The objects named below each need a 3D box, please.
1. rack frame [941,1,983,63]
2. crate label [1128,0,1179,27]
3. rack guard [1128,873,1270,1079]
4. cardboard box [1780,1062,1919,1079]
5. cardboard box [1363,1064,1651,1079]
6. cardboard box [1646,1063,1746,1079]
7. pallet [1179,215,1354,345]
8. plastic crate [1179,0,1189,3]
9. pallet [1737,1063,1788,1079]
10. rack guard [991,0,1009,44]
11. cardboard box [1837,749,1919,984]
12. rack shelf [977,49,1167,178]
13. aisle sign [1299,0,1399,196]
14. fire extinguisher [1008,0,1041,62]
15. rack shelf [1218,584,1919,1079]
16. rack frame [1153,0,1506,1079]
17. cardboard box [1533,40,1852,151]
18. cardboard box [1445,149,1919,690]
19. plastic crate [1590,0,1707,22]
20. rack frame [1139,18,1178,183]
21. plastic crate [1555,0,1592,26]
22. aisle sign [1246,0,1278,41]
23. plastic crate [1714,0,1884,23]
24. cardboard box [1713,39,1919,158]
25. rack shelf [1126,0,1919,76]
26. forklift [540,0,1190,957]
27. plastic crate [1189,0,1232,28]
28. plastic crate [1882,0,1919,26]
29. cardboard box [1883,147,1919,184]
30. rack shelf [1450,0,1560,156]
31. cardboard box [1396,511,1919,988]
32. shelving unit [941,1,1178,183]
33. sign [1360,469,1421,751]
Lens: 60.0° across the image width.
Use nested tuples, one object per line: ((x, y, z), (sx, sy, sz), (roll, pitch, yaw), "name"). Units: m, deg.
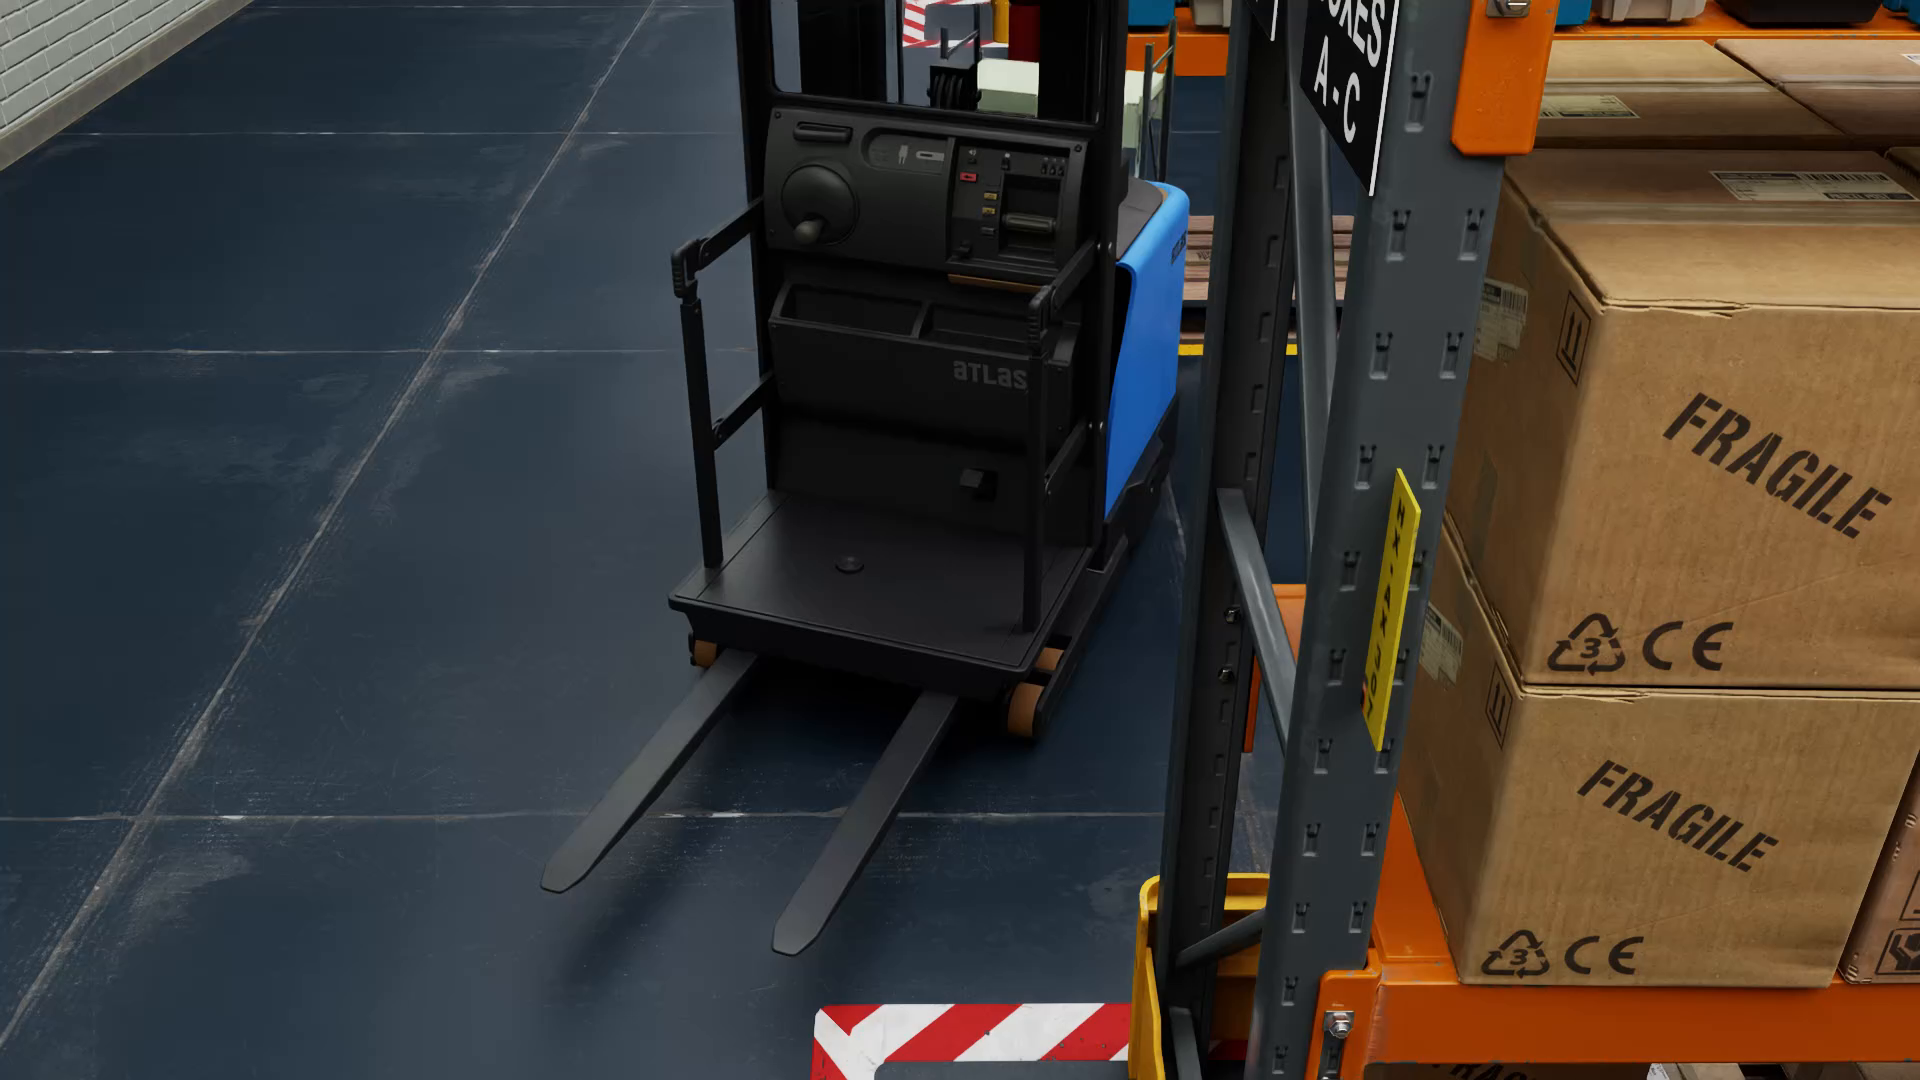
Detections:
((0.006, -1.243, 6.347), (0.023, 1.500, 0.400), (10, 32, 16), "rack frame")
((0.705, -2.182, 6.559), (0.303, 0.233, 0.416), (0, 31, 0), "crate label")
((0.558, 1.239, 3.225), (0.348, 0.500, 1.175), (0, 31, 0), "rack guard")
((1.975, 1.042, 3.368), (0.500, 0.250, 0.500), (0, 31, 0), "cardboard box")
((1.025, 0.922, 3.324), (0.500, 0.500, 0.500), (0, 31, 0), "cardboard box")
((1.430, 1.110, 3.336), (0.250, 0.166, 0.380), (0, 31, 0), "cardboard box")
((1.281, -1.189, 7.506), (1.213, 0.211, 1.003), (0, 31, 0), "pallet")
((0.790, -2.537, 6.948), (0.499, 0.435, 0.616), (0, 31, 0), "plastic crate")
((1.356, 1.360, 3.305), (1.213, 0.211, 1.003), (0, 31, 0), "pallet")
((0.402, -3.899, 11.694), (0.348, 0.500, 1.175), (0, 31, 0), "rack guard")
((1.443, 0.259, 2.335), (0.500, 0.500, 0.500), (0, 31, -1), "cardboard box")
((0.353, -1.516, 6.046), (0.720, 0.370, 0.431), (10, 32, 16), "rack shelf")
((0.416, -0.788, 1.651), (0.004, 0.787, 0.394), (0, 31, 0), "aisle sign")
((0.303, -2.441, 7.316), (0.183, 0.674, 0.296), (0, 31, 0), "fire extinguisher")
((2.482, 0.472, 2.773), (4.000, 0.370, 1.077), (0, 31, 0), "rack shelf")
((0.482, 0.171, 2.576), (0.127, 3.000, 1.000), (0, 31, 0), "rack frame")
((0.926, -0.443, 2.529), (0.500, 0.500, 0.500), (0, 31, -1), "cardboard box")
((0.928, -0.164, 2.068), (0.500, 0.500, 0.500), (1, 31, 1), "cardboard box")
((2.717, -2.162, 6.619), (0.466, 0.136, 0.293), (0, 31, 0), "plastic crate")
((0.698, -1.118, 6.143), (0.023, 1.500, 0.400), (10, 32, 16), "rack frame")
((2.322, -2.188, 6.567), (0.300, 0.233, 0.416), (0, 31, 0), "plastic crate")
((0.412, -1.099, 2.164), (0.004, 0.787, 0.394), (0, 31, 0), "aisle sign")
((3.338, -2.176, 6.652), (0.590, 0.125, 0.437), (0, 31, 0), "plastic crate")
((1.431, -0.445, 2.532), (0.500, 0.500, 0.500), (1, 31, 1), "cardboard box")
((2.456, -2.097, 7.008), (4.000, 0.370, 1.077), (0, 31, 0), "rack shelf")
((-0.177, -0.917, 4.436), (1.130, 2.935, 3.031), (11, 33, 17), "forklift")
((1.026, -2.099, 6.515), (0.298, 0.136, 0.250), (0, 31, 0), "plastic crate")
((3.991, -2.251, 6.527), (0.575, 0.384, 0.392), (0, 31, 0), "plastic crate")
((1.450, -0.169, 2.077), (0.500, 0.500, 0.500), (0, 31, 0), "cardboard box")
((2.482, -0.810, 1.995), (4.000, 0.370, 1.077), (0, 31, 0), "rack shelf")
((0.928, 0.264, 2.327), (0.500, 0.500, 0.500), (0, 31, 1), "cardboard box")
((0.352, -1.180, 6.245), (0.755, 1.500, 0.431), (10, 32, 16), "shelving unit")
((0.486, 0.082, 1.888), (0.005, 0.325, 0.100), (0, 31, 0), "sign")
